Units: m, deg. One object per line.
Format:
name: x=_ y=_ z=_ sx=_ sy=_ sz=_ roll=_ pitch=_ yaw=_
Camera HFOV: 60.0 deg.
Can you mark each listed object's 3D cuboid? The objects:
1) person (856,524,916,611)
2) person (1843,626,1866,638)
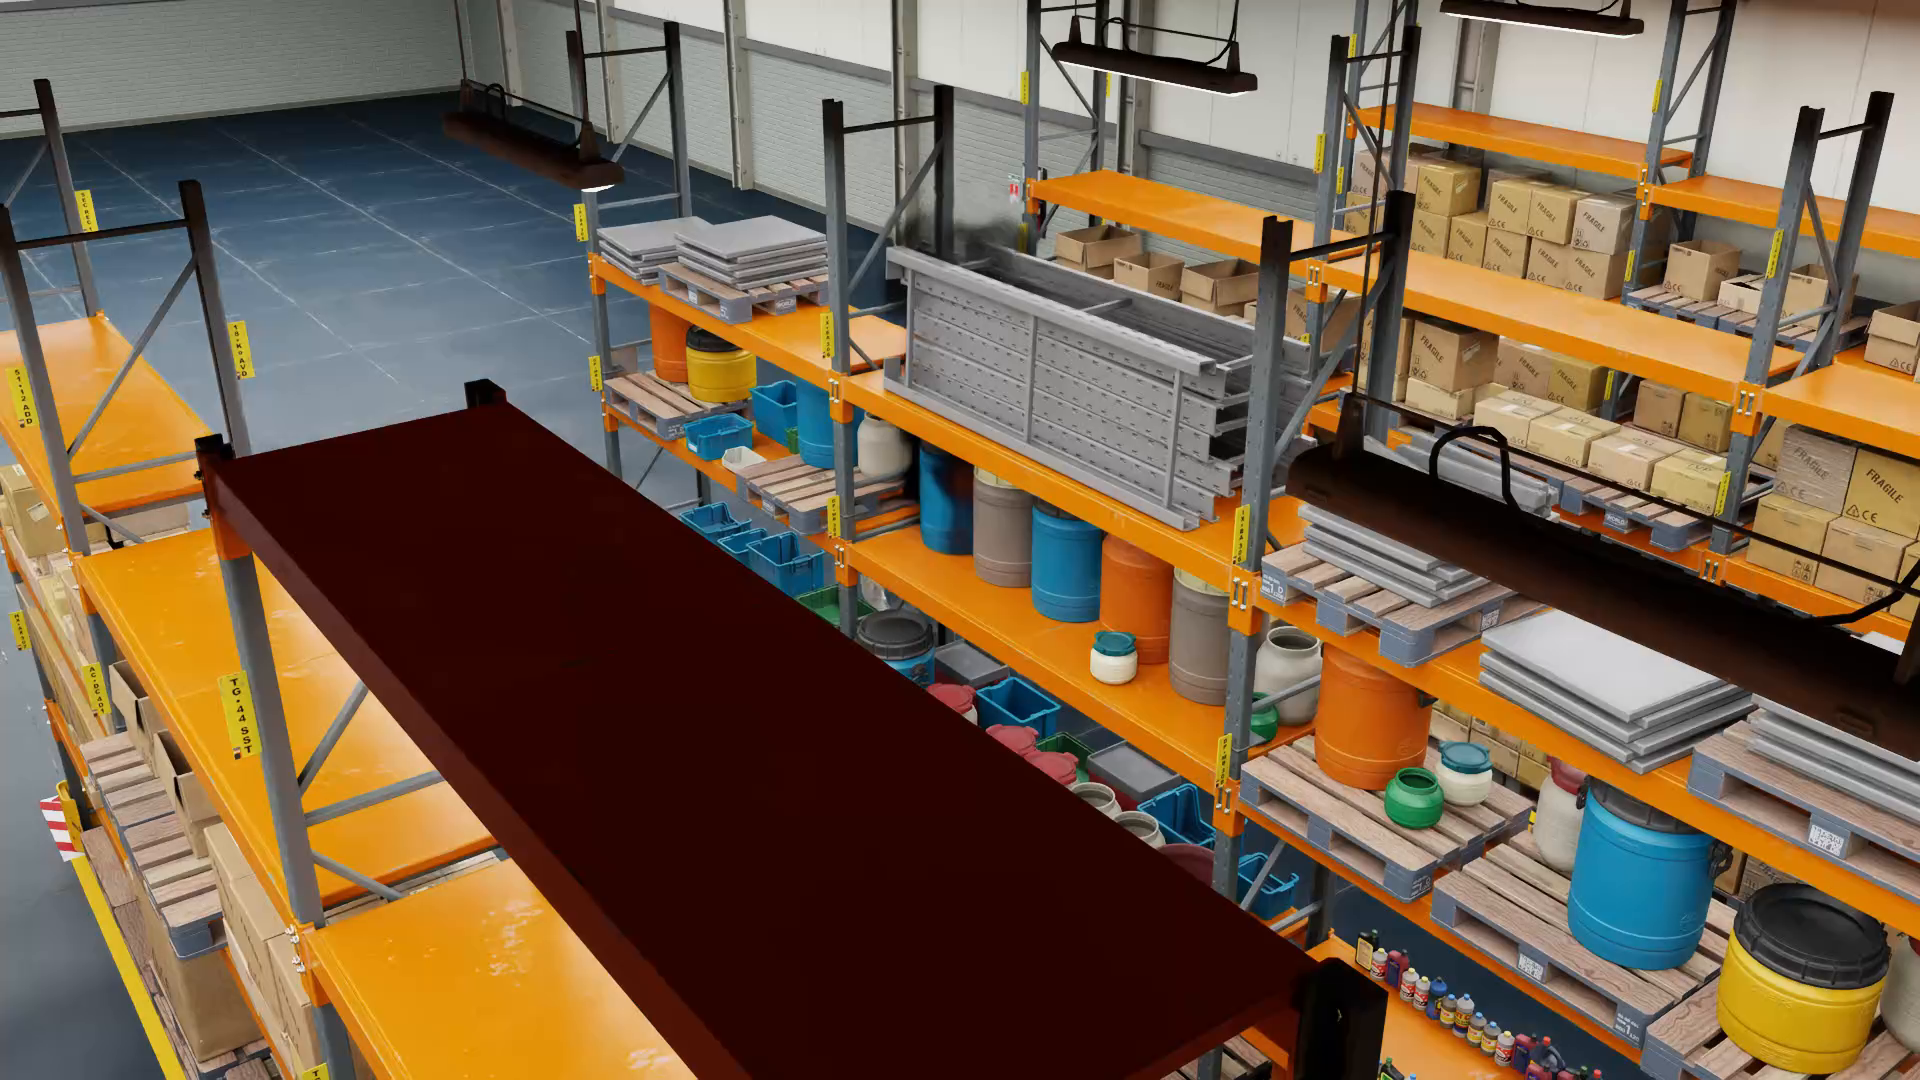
person: x=-0.838 y=0.216 z=16.385 sx=0.688 sy=1.773 sz=0.648 roll=20 pitch=32 yaw=37
person: x=7.516 y=1.314 z=14.206 sx=0.588 sy=1.619 sz=0.561 roll=22 pitch=33 yaw=39
